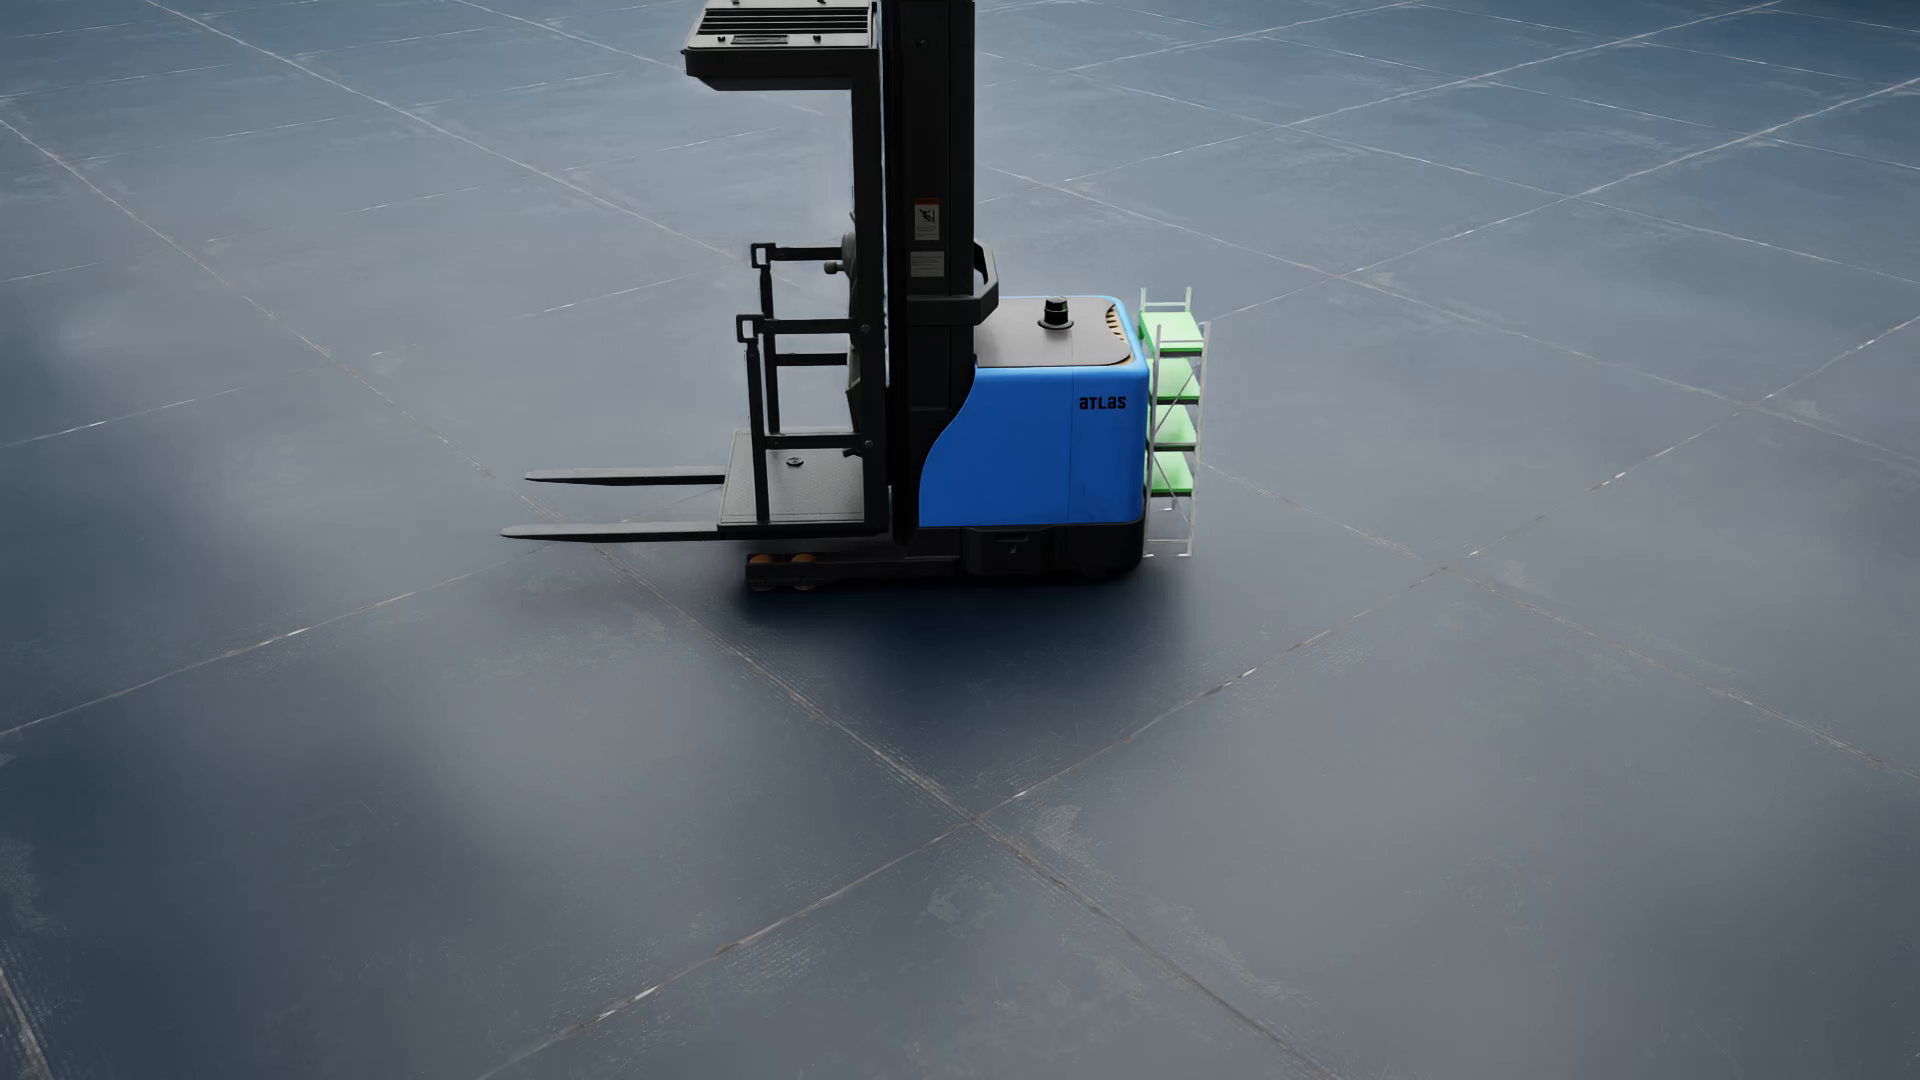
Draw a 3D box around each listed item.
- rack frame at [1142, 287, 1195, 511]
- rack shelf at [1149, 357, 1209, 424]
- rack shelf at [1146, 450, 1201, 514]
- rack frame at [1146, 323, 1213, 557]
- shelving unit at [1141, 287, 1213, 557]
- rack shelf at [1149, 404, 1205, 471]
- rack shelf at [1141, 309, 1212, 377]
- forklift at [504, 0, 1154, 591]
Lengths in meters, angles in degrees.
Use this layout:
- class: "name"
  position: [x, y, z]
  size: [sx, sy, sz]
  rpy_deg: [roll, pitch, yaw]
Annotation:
- class: "rack frame"
  position: [1.003, -0.680, 8.249]
  size: [0.240, 1.200, 0.015]
  rpy_deg: [-1, 28, -2]
- class: "rack shelf"
  position: [1.015, -0.721, 7.951]
  size: [0.258, 0.148, 0.480]
  rpy_deg: [-1, 28, -2]
- class: "rack shelf"
  position: [1.014, -0.297, 8.177]
  size: [0.258, 0.148, 0.480]
  rpy_deg: [-1, 28, -2]
- class: "rack frame"
  position: [1.026, -0.450, 7.819]
  size: [0.240, 1.200, 0.015]
  rpy_deg: [-1, 28, -2]
- class: "shelving unit"
  position: [1.015, -0.565, 8.034]
  size: [0.258, 1.200, 0.503]
  rpy_deg: [-1, 28, -2]
- class: "rack shelf"
  position: [1.015, -0.509, 8.064]
  size: [0.258, 0.148, 0.480]
  rpy_deg: [-1, 28, -2]
- class: "rack shelf"
  position: [1.016, -0.932, 7.838]
  size: [0.258, 0.148, 0.480]
  rpy_deg: [-1, 28, -2]
- class: "forklift"
  position: [-0.649, -1.310, 7.591]
  size: [3.031, 2.935, 1.130]
  rpy_deg: [-1, 28, -2]
